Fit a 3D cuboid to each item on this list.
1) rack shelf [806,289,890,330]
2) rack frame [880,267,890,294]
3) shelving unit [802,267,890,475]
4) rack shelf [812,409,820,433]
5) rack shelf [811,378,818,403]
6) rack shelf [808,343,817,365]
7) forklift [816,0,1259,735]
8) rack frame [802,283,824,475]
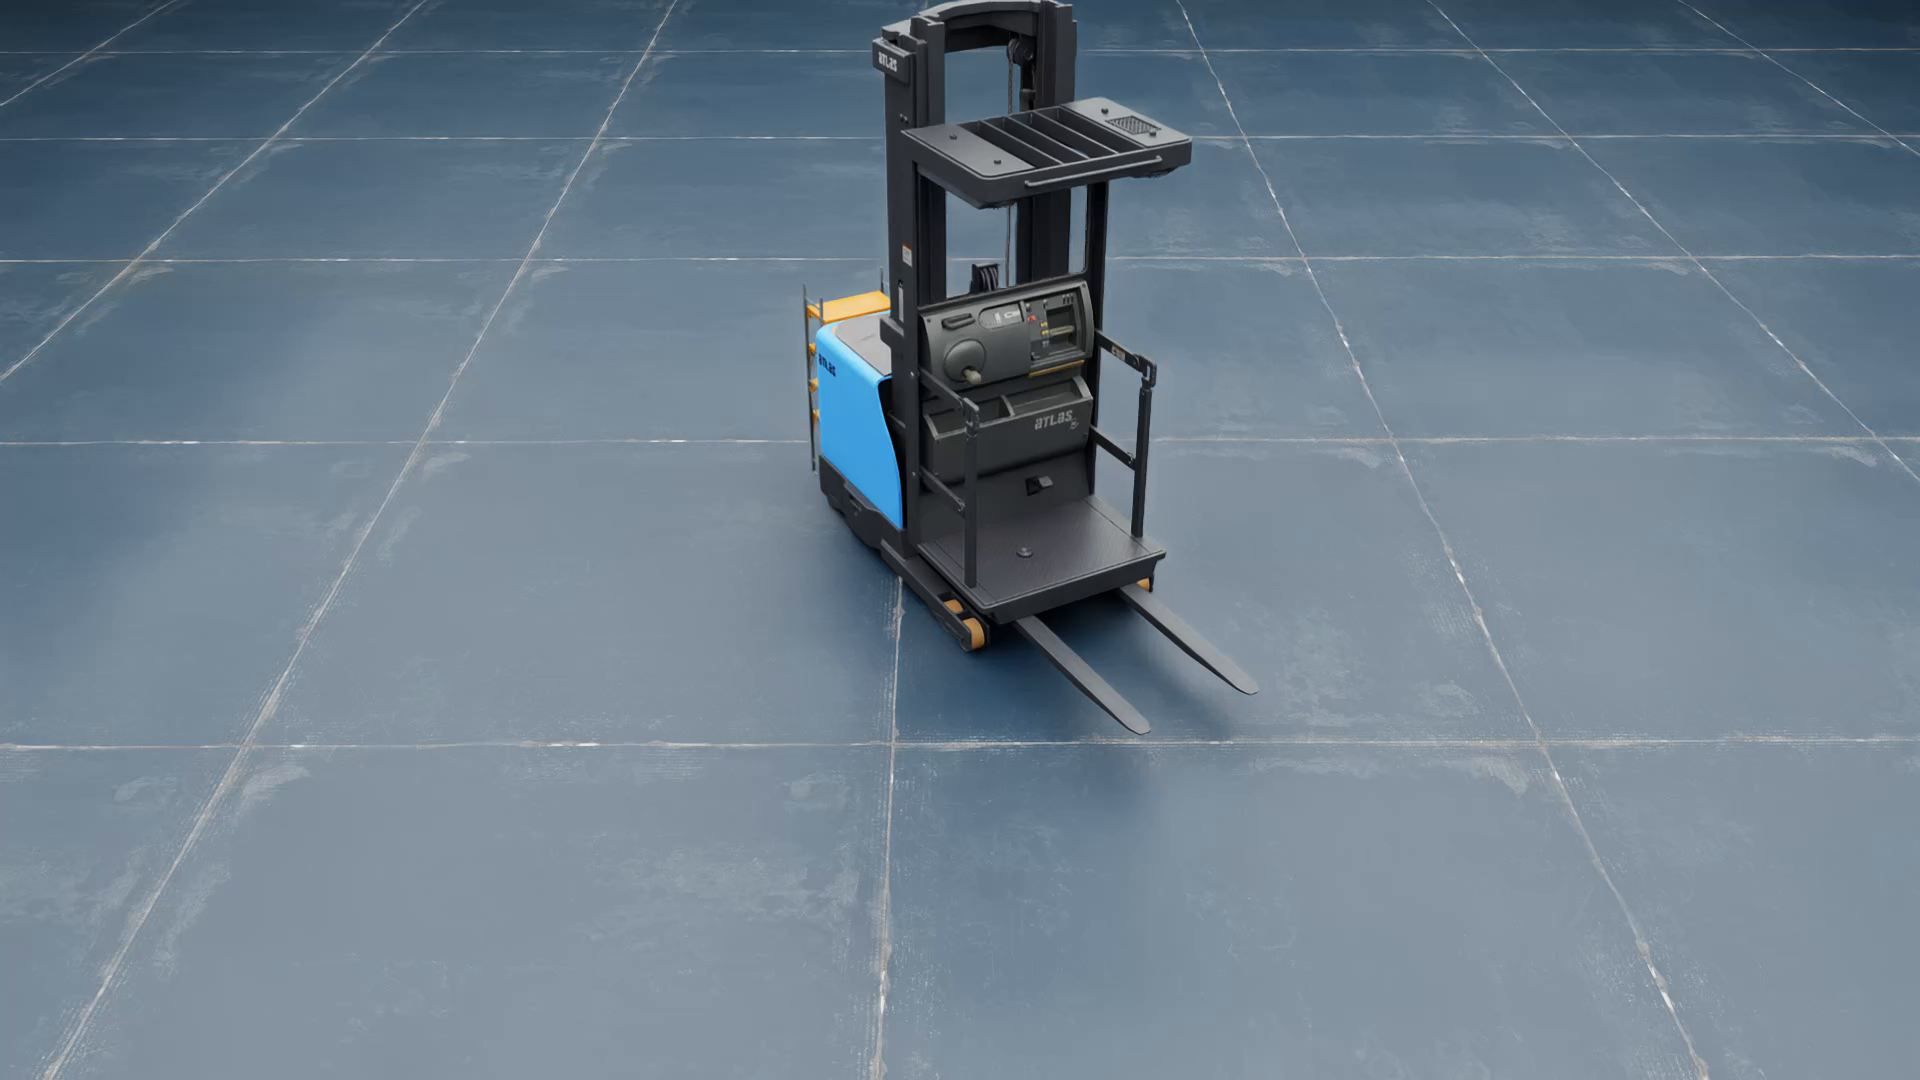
[{"bbox_3d":[-0.606,-1.269,9.428,0.480,0.148,0.258,-17,35,-25],"label":"rack shelf"},{"bbox_3d":[-0.395,-0.996,9.735,0.015,1.200,0.240,-17,35,-25],"label":"rack frame"},{"bbox_3d":[-0.606,-0.933,9.632,0.503,1.200,0.258,-17,35,-25],"label":"shelving unit"},{"bbox_3d":[-0.606,-0.706,9.770,0.480,0.148,0.258,-17,35,-25],"label":"rack shelf"},{"bbox_3d":[-0.606,-0.876,9.667,0.480,0.148,0.258,-17,35,-25],"label":"rack shelf"},{"bbox_3d":[-0.606,-1.067,9.551,0.480,0.148,0.258,-17,35,-25],"label":"rack shelf"},{"bbox_3d":[0.352,-0.966,8.016,1.130,2.935,3.031,-16,35,-25],"label":"forklift"},{"bbox_3d":[-0.818,-0.871,9.528,0.015,1.200,0.240,-17,35,-25],"label":"rack frame"}]
